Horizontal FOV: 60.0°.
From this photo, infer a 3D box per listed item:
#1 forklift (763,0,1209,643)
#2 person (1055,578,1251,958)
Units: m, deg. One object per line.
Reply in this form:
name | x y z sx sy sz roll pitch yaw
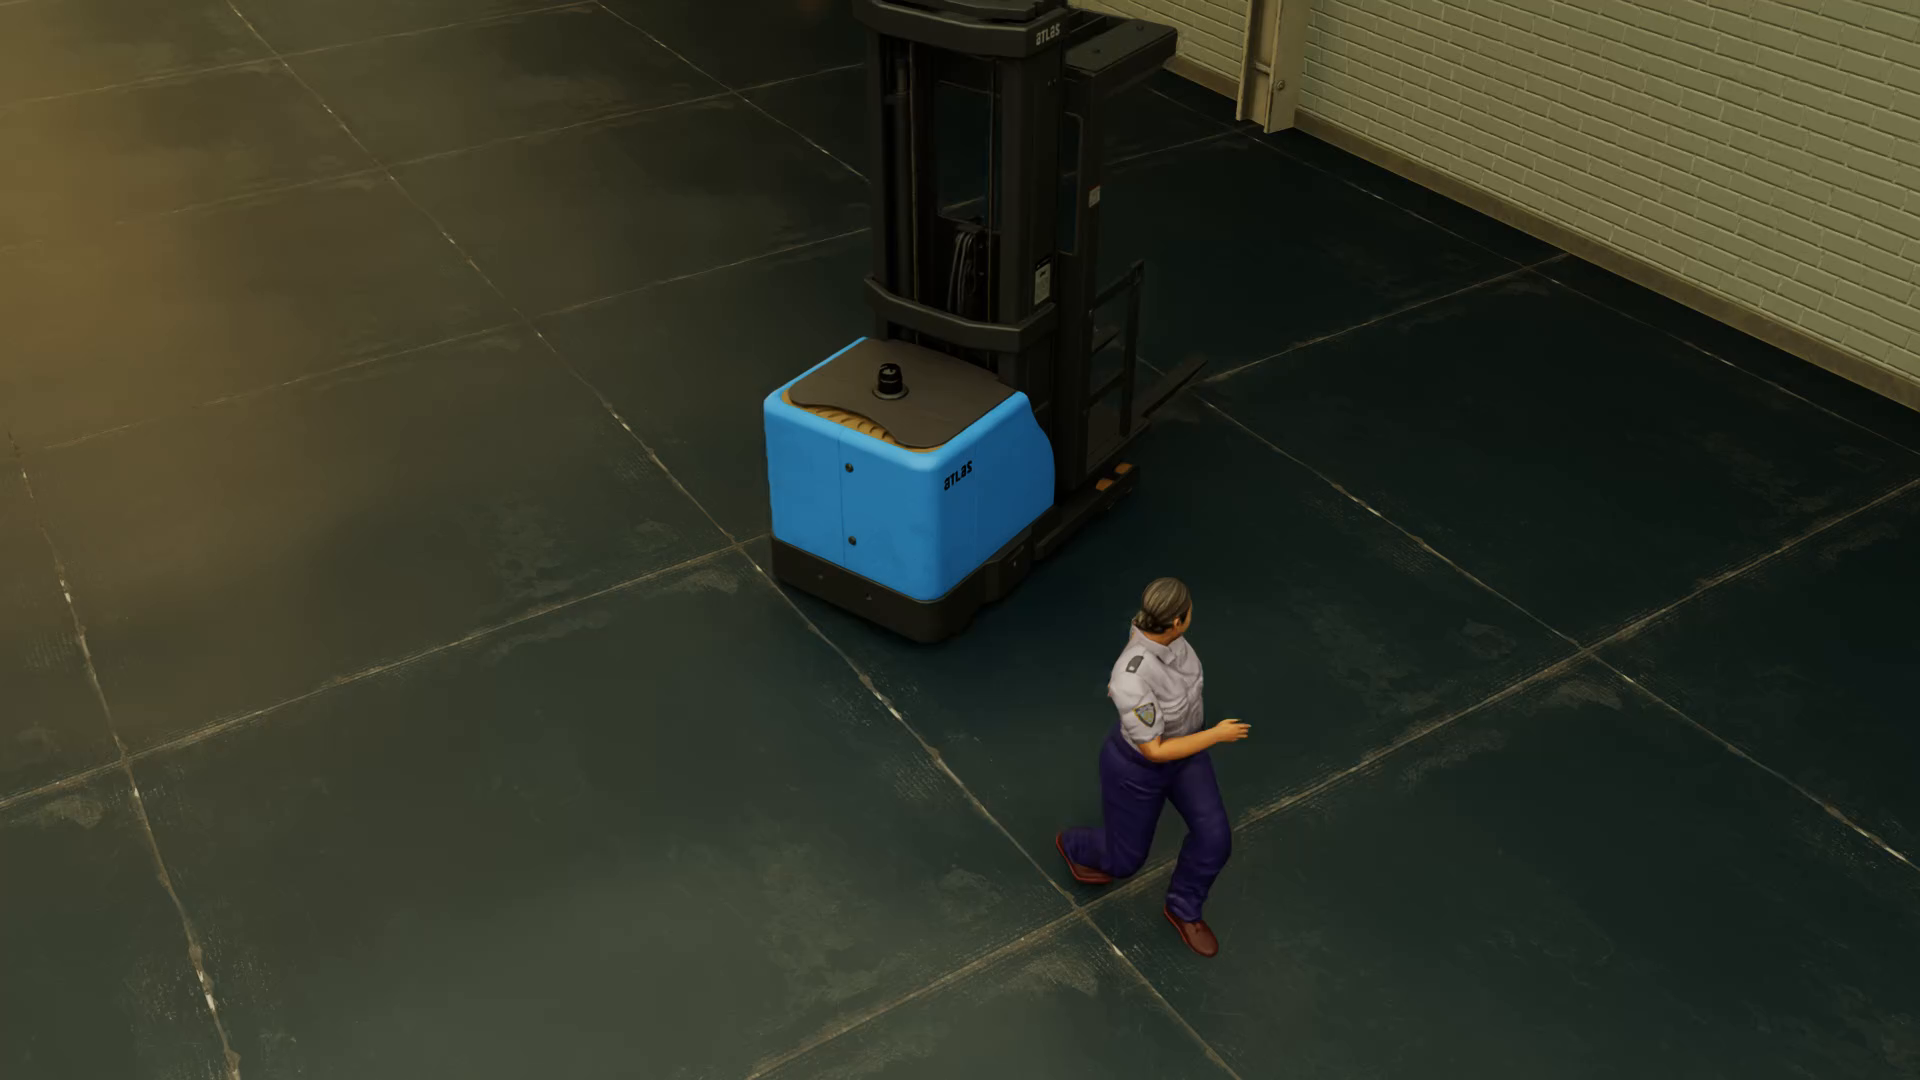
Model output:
forklift | 0.324 -1.511 8.299 1.130 2.935 3.031 22 41 28
person | 0.725 0.799 6.228 0.521 1.571 0.817 -28 44 -34
